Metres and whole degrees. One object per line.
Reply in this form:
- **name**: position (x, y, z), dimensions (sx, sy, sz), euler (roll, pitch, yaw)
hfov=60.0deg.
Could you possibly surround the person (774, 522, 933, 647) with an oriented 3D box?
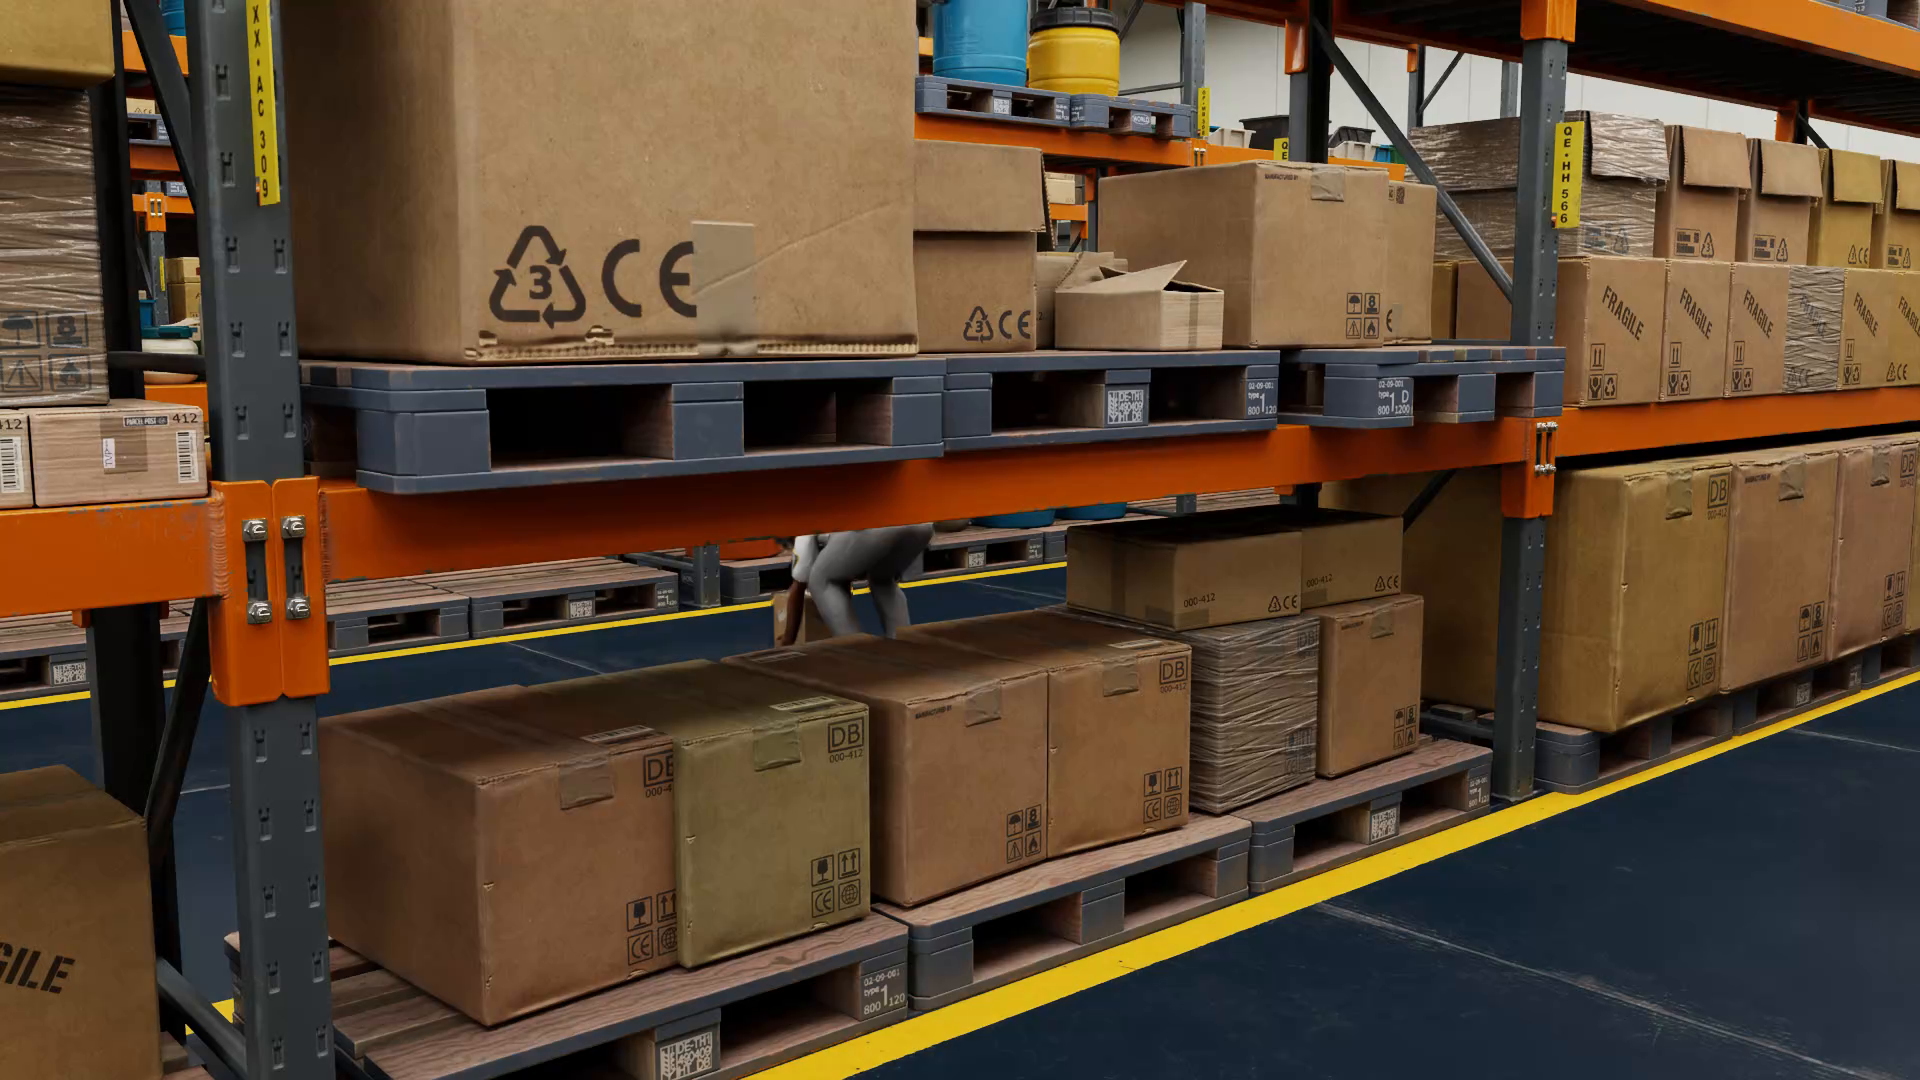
- **person**: position (-0.500, 0.146, 7.577), dimensions (0.451, 0.908, 0.904), euler (-7, 10, -44)
